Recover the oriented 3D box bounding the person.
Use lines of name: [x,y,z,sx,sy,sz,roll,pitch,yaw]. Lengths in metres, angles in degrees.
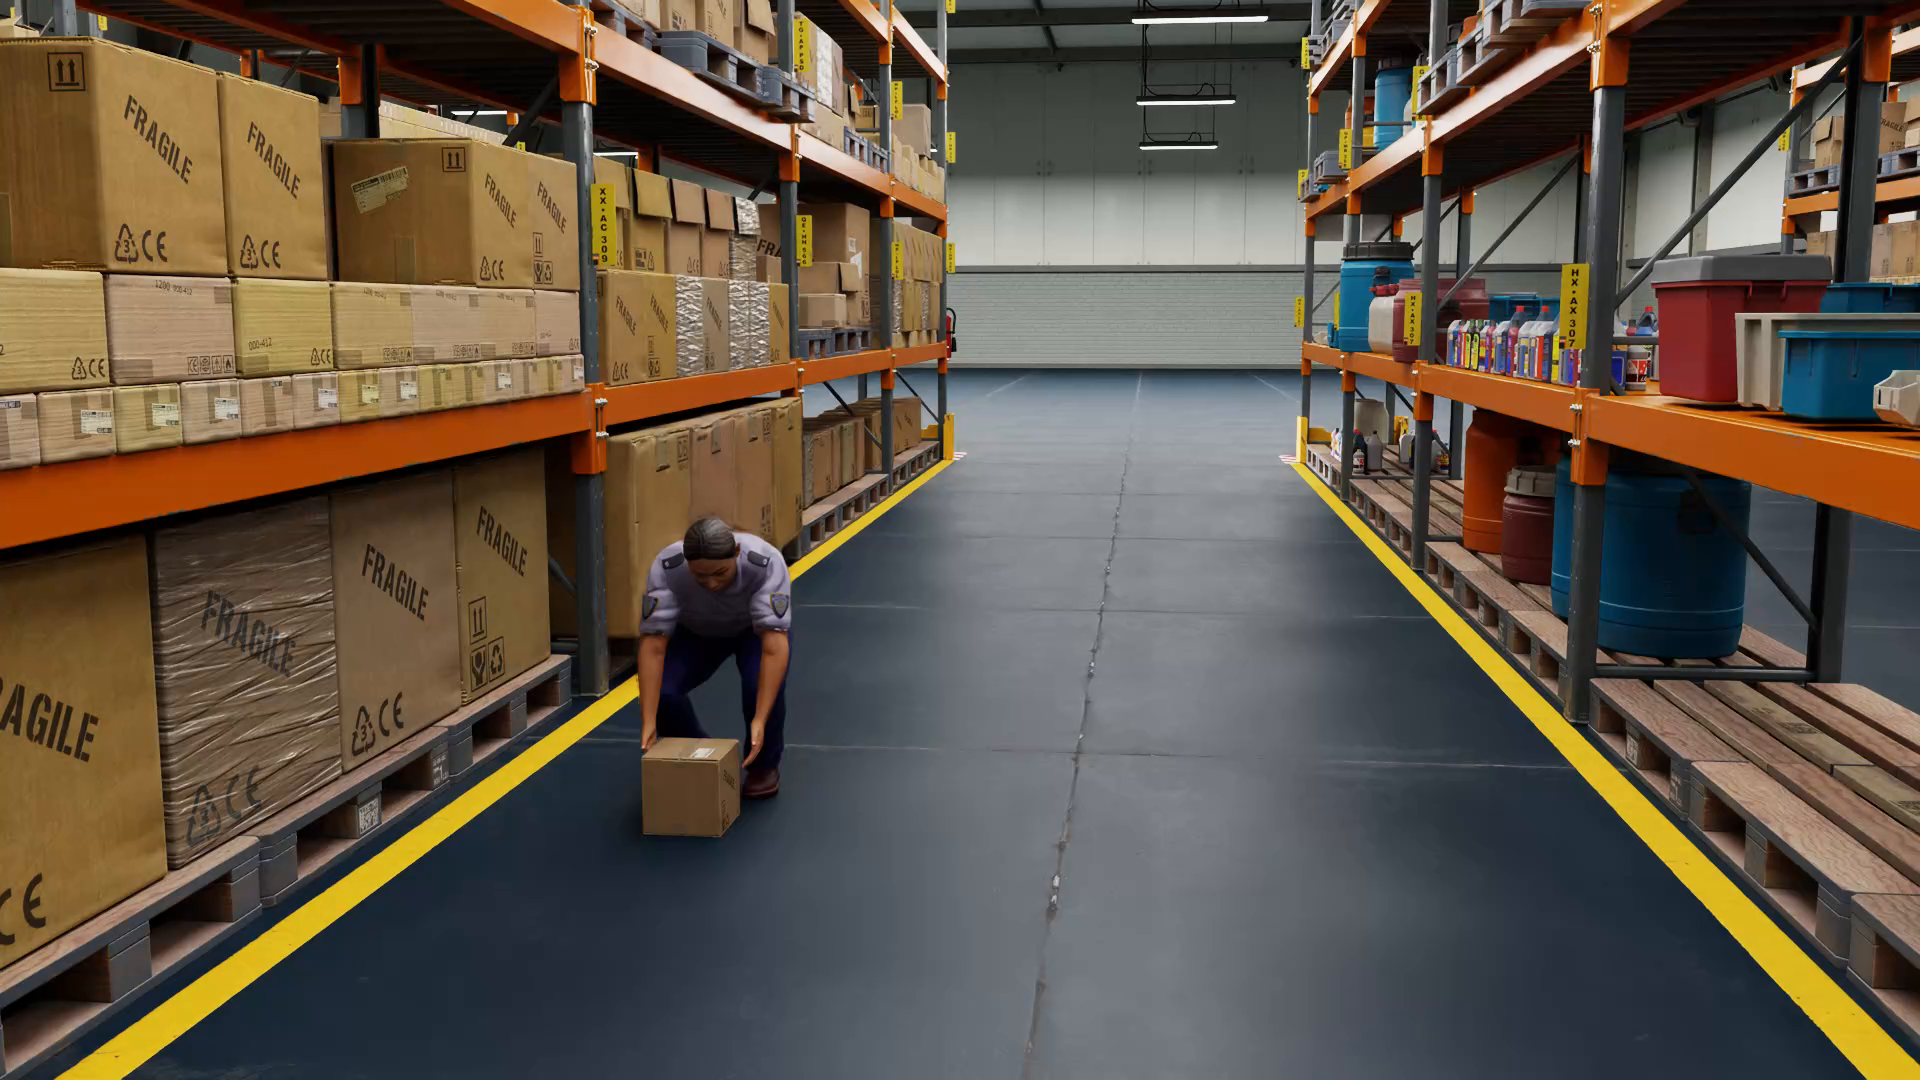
person: [-0.794,0.372,5.600,0.527,0.985,0.806,1,8,6]
